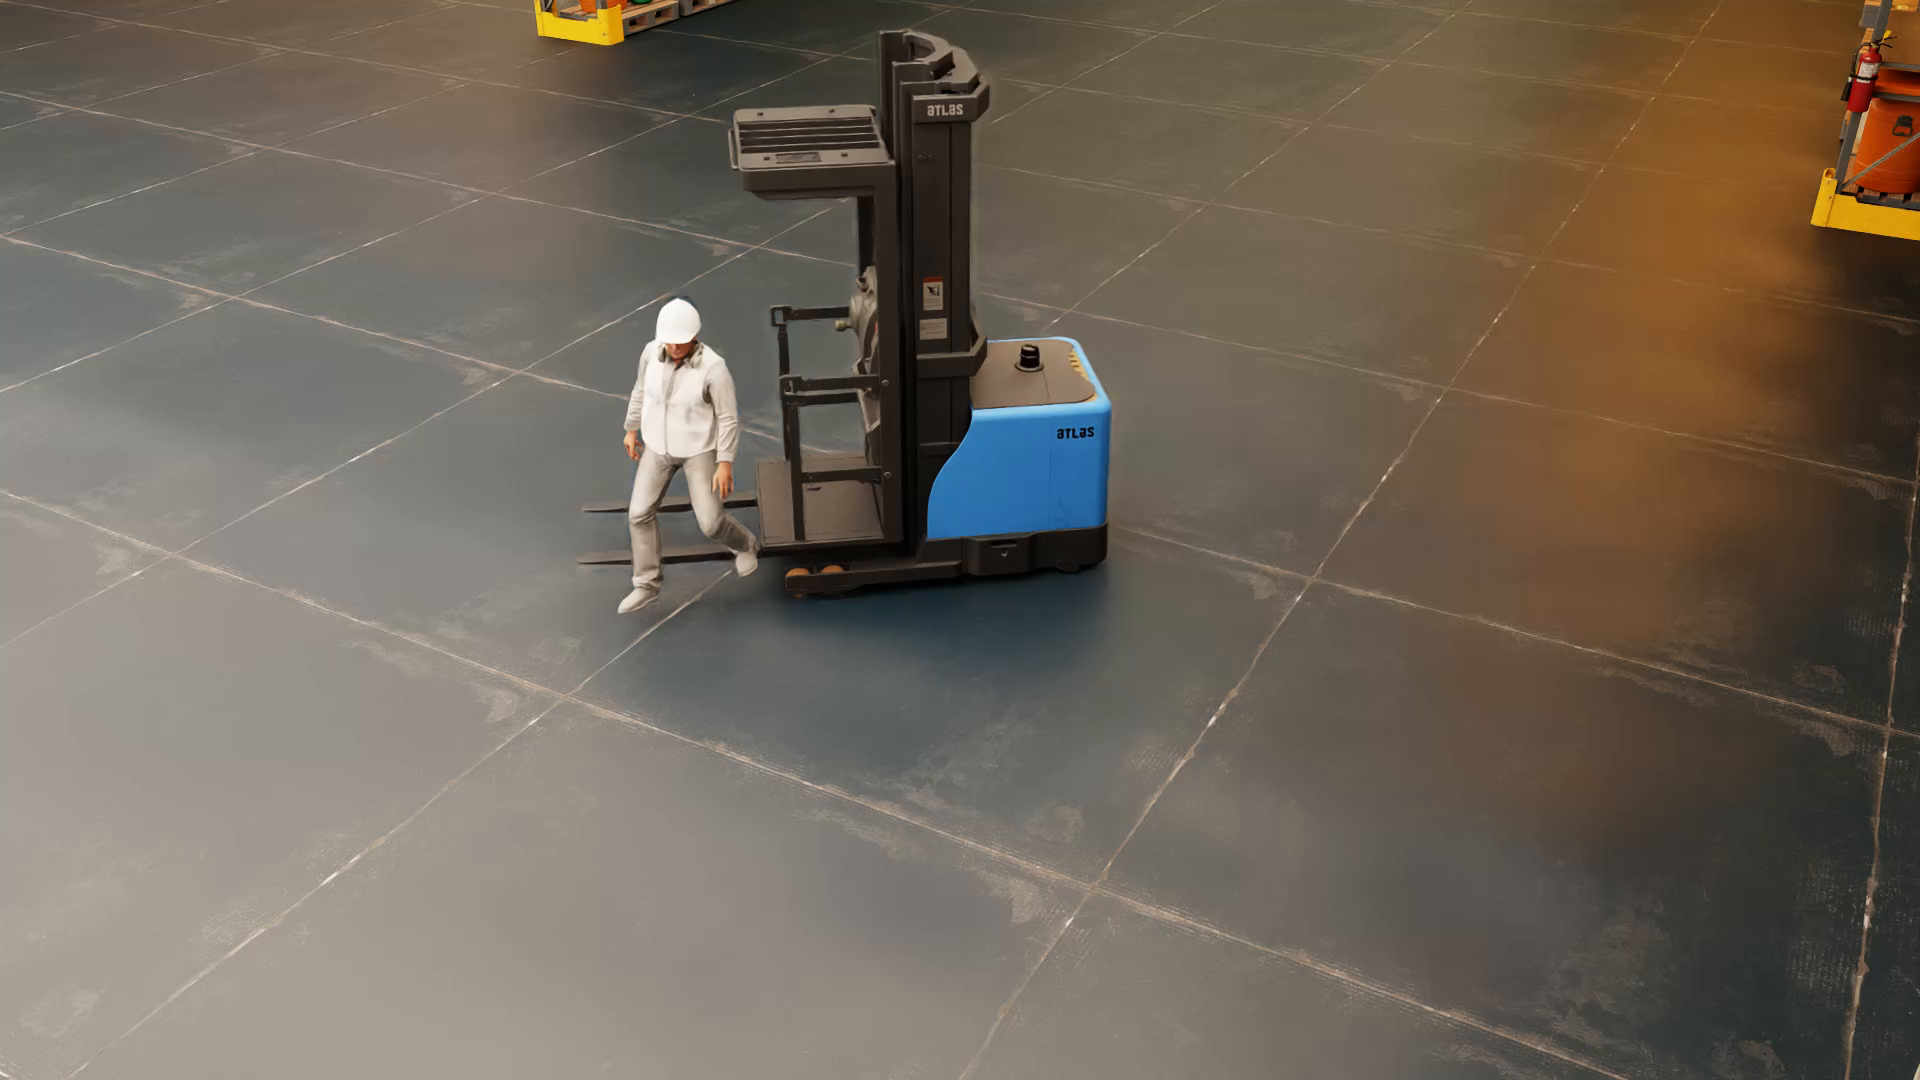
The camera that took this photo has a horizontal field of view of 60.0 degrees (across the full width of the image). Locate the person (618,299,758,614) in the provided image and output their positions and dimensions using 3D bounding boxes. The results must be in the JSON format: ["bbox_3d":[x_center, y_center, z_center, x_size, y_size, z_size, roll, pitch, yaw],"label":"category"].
[{"bbox_3d":[-1.521,-0.439,8.836,0.748,1.697,0.762,10,31,16],"label":"person"}]

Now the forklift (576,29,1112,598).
[{"bbox_3d":[-0.704,-1.225,9.193,3.031,2.935,1.130,-4,30,-7],"label":"forklift"}]
